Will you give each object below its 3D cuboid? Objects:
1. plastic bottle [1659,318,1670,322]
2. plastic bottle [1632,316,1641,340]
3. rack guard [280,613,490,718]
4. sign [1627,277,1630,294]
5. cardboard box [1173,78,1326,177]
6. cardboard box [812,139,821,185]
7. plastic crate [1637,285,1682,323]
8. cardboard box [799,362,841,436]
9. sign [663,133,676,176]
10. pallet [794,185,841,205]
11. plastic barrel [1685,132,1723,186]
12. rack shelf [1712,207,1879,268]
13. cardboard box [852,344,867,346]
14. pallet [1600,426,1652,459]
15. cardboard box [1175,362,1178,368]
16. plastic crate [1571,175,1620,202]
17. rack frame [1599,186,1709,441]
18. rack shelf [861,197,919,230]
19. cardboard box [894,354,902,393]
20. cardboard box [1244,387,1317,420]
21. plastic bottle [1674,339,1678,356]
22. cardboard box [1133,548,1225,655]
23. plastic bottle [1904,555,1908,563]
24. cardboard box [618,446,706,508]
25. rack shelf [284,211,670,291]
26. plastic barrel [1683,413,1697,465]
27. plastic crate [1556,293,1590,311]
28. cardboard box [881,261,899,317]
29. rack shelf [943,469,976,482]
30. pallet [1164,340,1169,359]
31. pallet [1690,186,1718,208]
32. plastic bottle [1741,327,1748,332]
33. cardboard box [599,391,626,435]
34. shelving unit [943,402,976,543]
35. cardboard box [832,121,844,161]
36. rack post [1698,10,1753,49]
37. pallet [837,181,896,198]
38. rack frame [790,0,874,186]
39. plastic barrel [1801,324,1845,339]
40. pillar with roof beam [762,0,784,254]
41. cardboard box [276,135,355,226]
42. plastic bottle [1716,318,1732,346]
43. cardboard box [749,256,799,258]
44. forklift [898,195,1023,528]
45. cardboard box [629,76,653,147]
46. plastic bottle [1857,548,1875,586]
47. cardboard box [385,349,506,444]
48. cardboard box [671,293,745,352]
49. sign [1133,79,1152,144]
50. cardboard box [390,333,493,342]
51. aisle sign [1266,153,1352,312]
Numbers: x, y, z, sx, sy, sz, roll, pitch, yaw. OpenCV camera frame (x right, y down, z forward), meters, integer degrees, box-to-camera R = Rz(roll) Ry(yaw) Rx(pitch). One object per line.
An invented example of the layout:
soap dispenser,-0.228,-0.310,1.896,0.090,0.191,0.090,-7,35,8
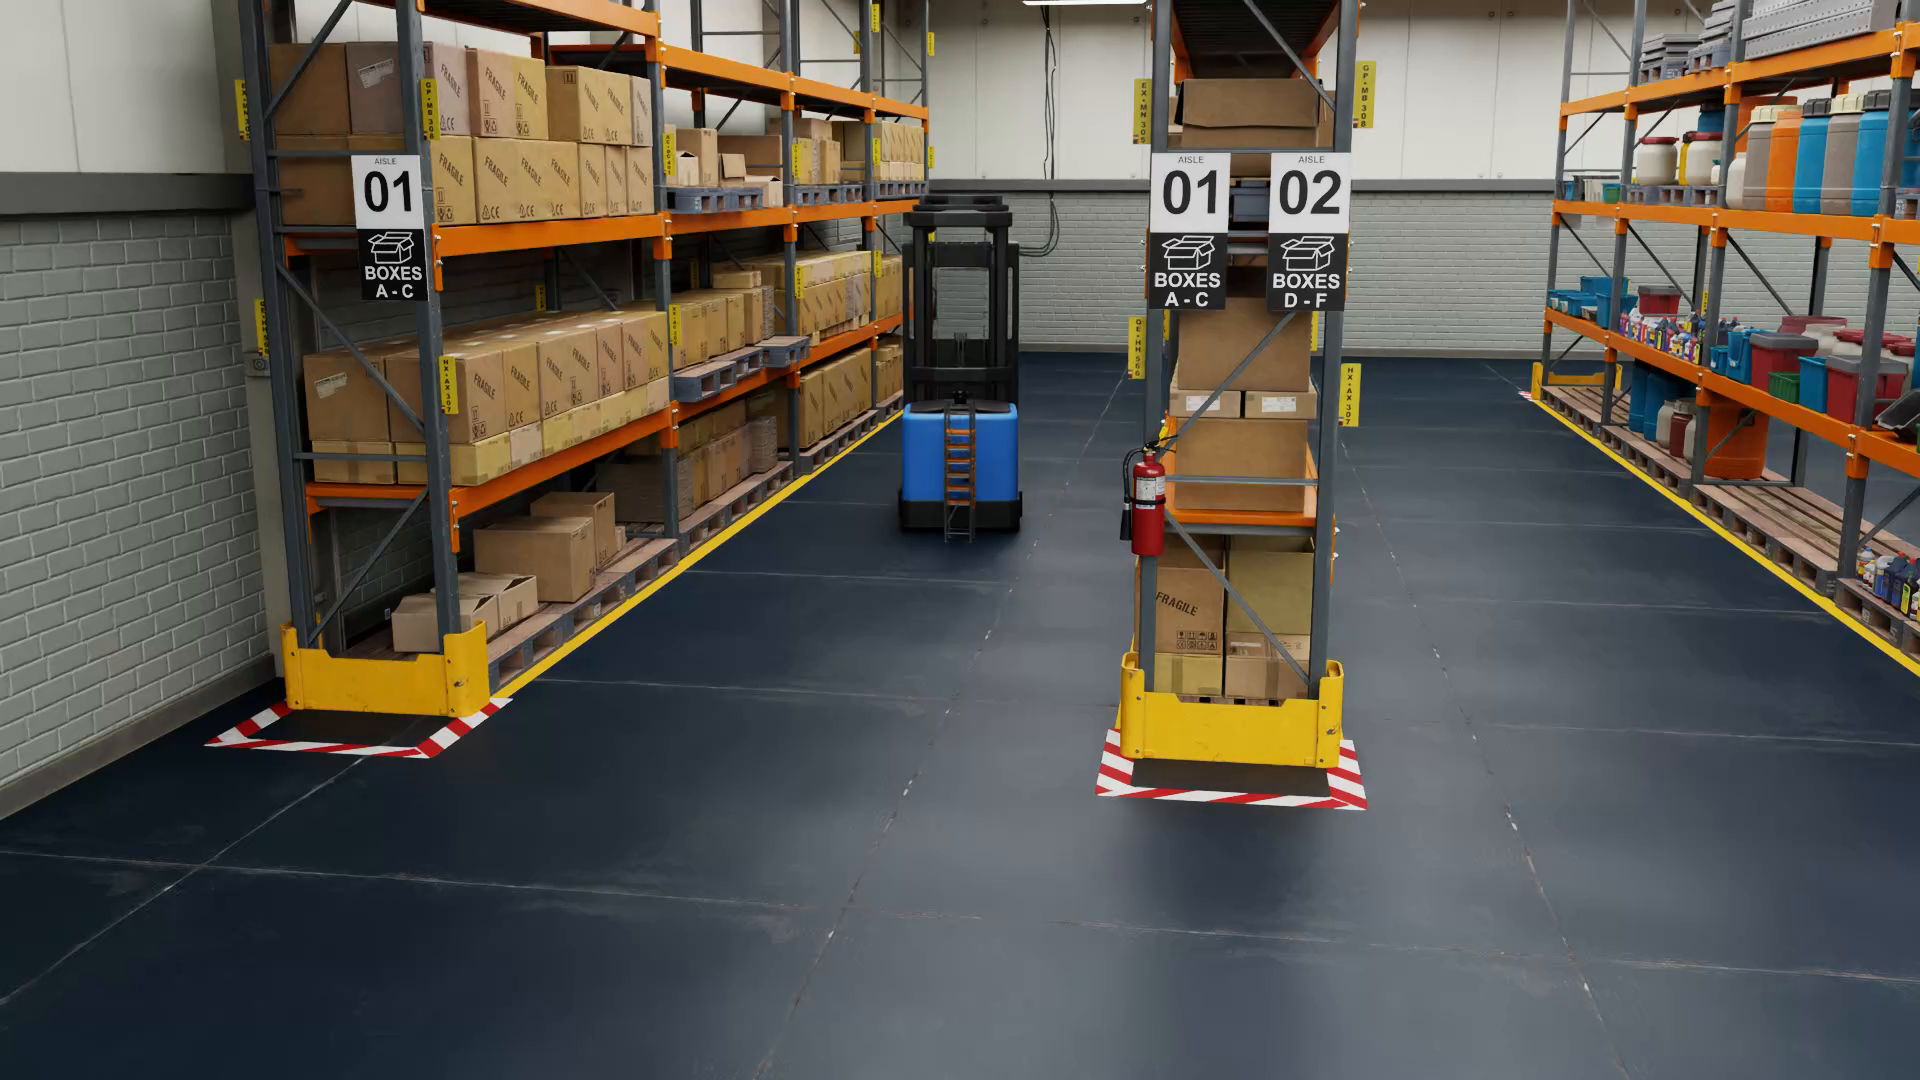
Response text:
plastic bottle,7.772,-2.303,18.355,0.152,0.276,0.135,2,12,9
plastic bottle,7.662,-2.399,18.812,0.097,0.271,0.097,0,12,0
rack guard,-3.412,0.738,9.885,1.175,0.500,0.348,2,12,9
sign,9.372,-3.544,23.429,0.100,0.325,0.005,2,12,9
cardboard box,1.564,-2.219,8.975,0.797,0.503,0.637,3,12,13
cardboard box,-1.984,-4.297,18.911,0.700,0.500,0.500,2,12,9
plastic crate,8.596,-2.884,20.461,0.402,0.464,0.583,2,12,9
cardboard box,-1.809,-1.619,18.993,0.750,0.750,0.750,2,12,8
sign,-2.271,-3.004,12.967,0.100,0.325,0.005,2,12,9
pallet,-1.977,-3.877,18.690,1.003,0.211,1.213,2,12,11
plastic barrel,7.720,-3.925,17.146,0.433,0.535,0.433,0,12,0
rack shelf,7.288,-2.511,13.614,1.077,0.370,4.000,2,12,9
cardboard box,-1.421,-2.613,22.894,0.380,0.149,0.250,2,12,9
pallet,8.051,-1.123,19.204,1.003,0.211,1.213,2,12,9
cardboard box,1.540,-1.030,10.376,0.380,0.149,0.250,2,12,10
plastic crate,8.320,-4.605,21.769,0.504,0.338,0.767,2,12,9
rack frame,8.211,-2.646,19.649,1.000,3.000,0.127,2,12,9
rack shelf,-1.270,-4.498,22.831,1.077,0.370,4.000,2,12,9
cardboard box,-1.200,-2.314,23.045,0.700,0.500,0.500,2,12,10
cardboard box,1.745,-0.750,9.074,0.380,0.149,0.250,2,12,8
plastic bottle,7.383,-1.987,17.063,0.097,0.201,0.097,0,12,0
cardboard box,1.260,0.342,9.536,0.500,0.500,0.500,2,12,9
plastic bottle,6.581,0.256,11.588,0.061,0.283,0.133,2,12,9
cardboard box,-2.682,-0.557,14.849,0.700,0.500,0.500,2,12,8
rack shelf,-3.116,-2.000,11.239,1.077,0.370,4.000,2,12,9
plastic barrel,7.653,-1.025,17.038,0.421,0.512,0.421,0,12,0
plastic crate,8.362,-3.248,22.700,0.416,0.233,0.300,2,12,9
cardboard box,-1.361,-3.377,22.333,0.980,0.700,0.700,2,12,7
rack shelf,-0.002,-0.540,14.362,0.258,0.103,0.180,2,12,9
pallet,2.737,-2.024,17.220,1.213,0.211,1.003,2,12,9
pallet,7.810,-3.343,16.214,1.003,0.211,1.213,2,12,9
plastic bottle,8.205,-2.093,17.392,0.097,0.271,0.097,0,12,0
cardboard box,-2.729,-0.921,11.954,0.500,0.250,0.500,2,12,8
shelving unit,-0.002,-0.584,14.353,0.258,1.200,0.189,2,12,9
cardboard box,-1.701,-5.133,21.415,0.500,0.500,0.500,2,12,8
rack post,7.667,-4.861,15.868,0.954,0.300,0.937,2,12,9
pallet,-1.442,-4.560,21.621,1.003,0.211,1.213,2,12,9
rack frame,-1.578,-5.899,20.507,1.000,3.000,0.127,2,12,9
plastic barrel,7.649,-1.647,14.748,0.421,0.512,0.421,0,12,0
pillar with roof beam,1.929,-5.934,20.666,9.100,9.000,0.400,2,12,9
cardboard box,-3.609,-2.089,9.660,0.500,0.500,0.500,3,12,13
plastic bottle,8.053,-2.167,17.546,0.144,0.351,0.185,2,12,9
cardboard box,-2.137,-3.128,19.116,0.500,0.250,0.500,2,12,7
forklift,0.009,-1.789,15.837,1.130,2.935,3.031,0,12,0
cardboard box,-2.617,-3.202,12.453,0.500,0.500,0.500,1,12,4
plastic bottle,6.499,0.191,11.921,0.097,0.271,0.097,0,12,0
cardboard box,-3.053,-0.861,9.898,0.500,0.500,0.500,2,12,9
cardboard box,-2.425,-2.040,15.556,0.700,0.500,0.500,2,12,9
sign,0.938,-2.190,8.501,0.100,0.325,0.005,2,12,9
cardboard box,-3.399,-1.089,10.955,0.500,0.500,0.500,2,12,7
aisle sign,1.764,-1.556,8.423,0.394,0.787,0.004,2,12,9
